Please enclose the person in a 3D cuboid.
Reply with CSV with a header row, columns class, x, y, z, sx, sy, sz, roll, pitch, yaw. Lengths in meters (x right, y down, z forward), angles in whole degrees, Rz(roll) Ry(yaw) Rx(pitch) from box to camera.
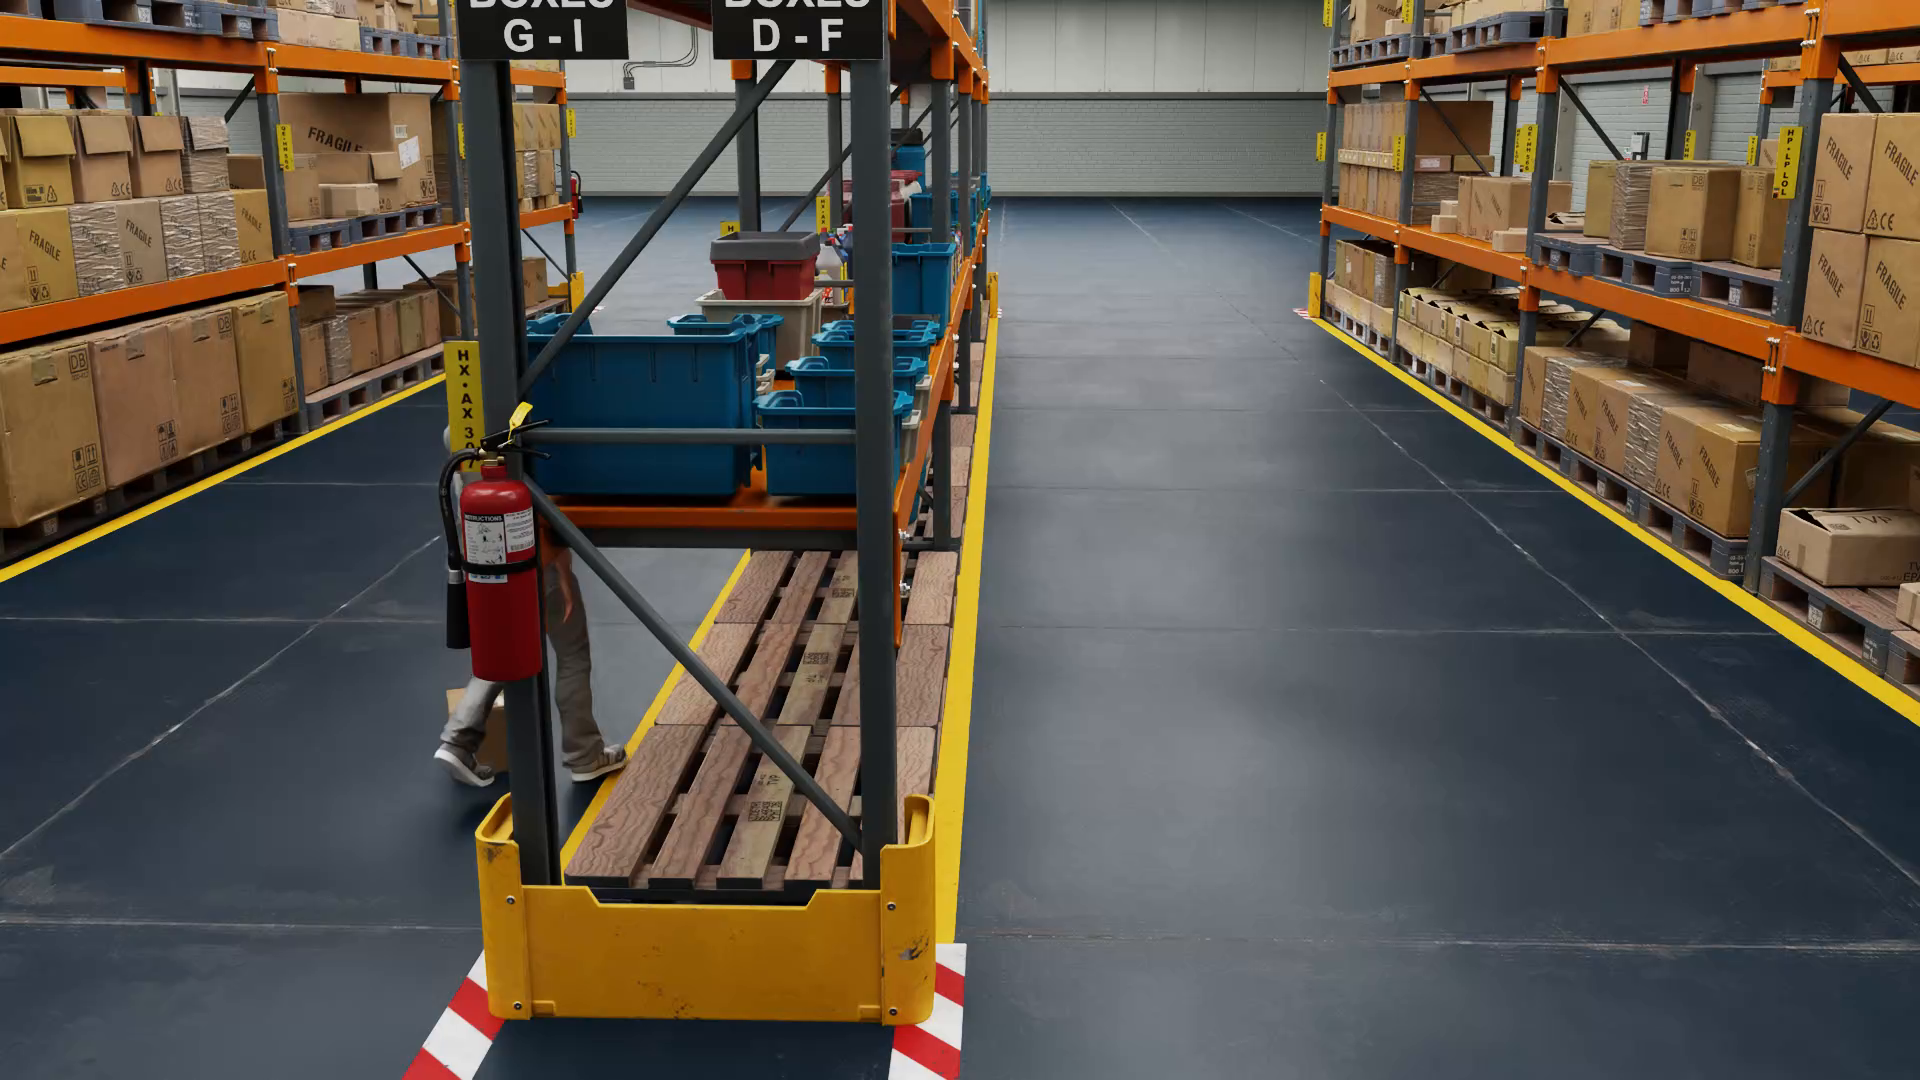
class,x,y,z,sx,sy,sz,roll,pitch,yaw
person,-1.472,0.107,5.622,0.427,1.566,0.664,4,15,17
